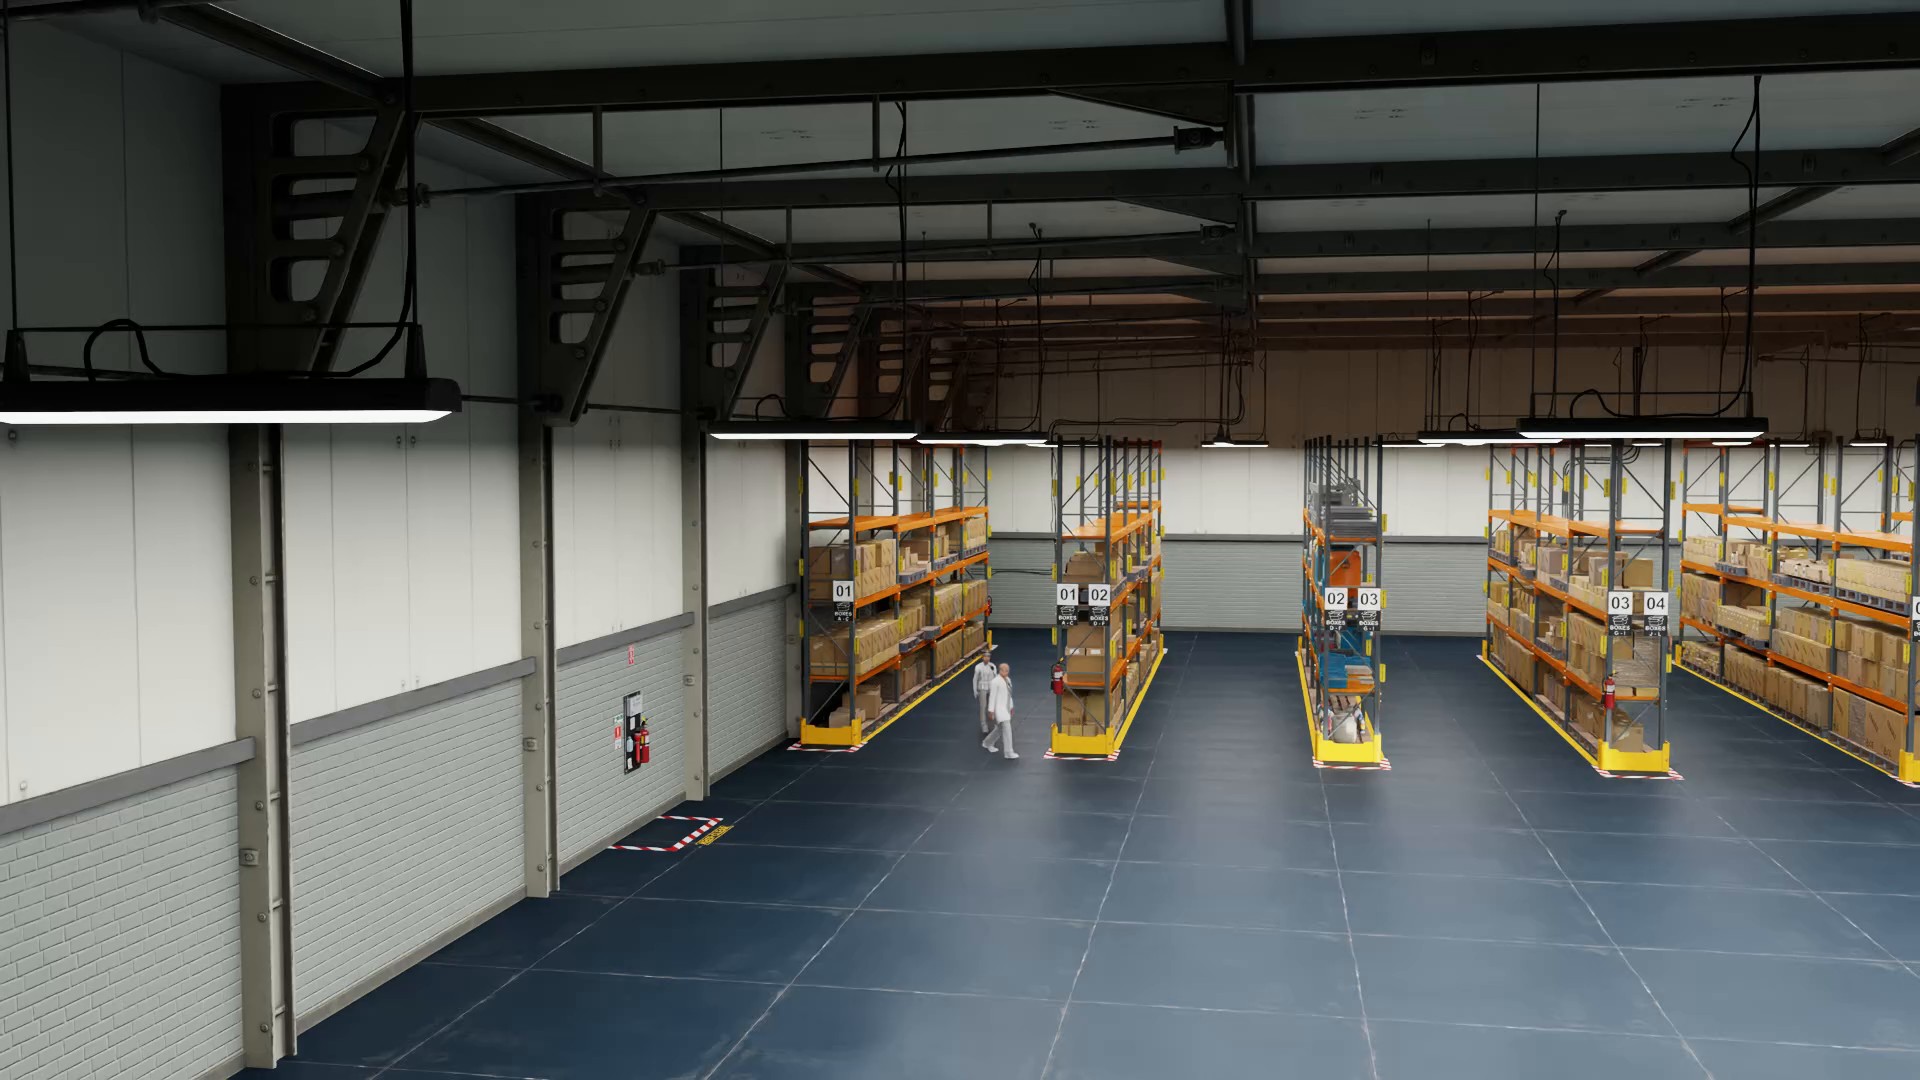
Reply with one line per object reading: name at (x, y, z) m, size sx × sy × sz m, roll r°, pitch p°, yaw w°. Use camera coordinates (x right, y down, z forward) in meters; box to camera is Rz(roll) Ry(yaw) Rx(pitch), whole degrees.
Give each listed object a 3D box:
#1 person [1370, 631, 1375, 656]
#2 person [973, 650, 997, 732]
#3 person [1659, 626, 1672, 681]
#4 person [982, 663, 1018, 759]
person at (10.729, 2.548, 43.986) m, size 0.492 × 1.592 × 0.839 m, roll 0°, pitch 3°, yaw 7°
person at (0.559, 3.055, 33.762) m, size 0.525 × 1.648 × 0.891 m, roll -1°, pitch 3°, yaw -24°
person at (17.284, 2.679, 41.002) m, size 0.501 × 1.699 × 0.618 m, roll 1°, pitch 3°, yaw 23°
person at (0.765, 3.229, 31.119) m, size 0.974 × 1.621 × 0.591 m, roll 2°, pitch 4°, yaw 29°
